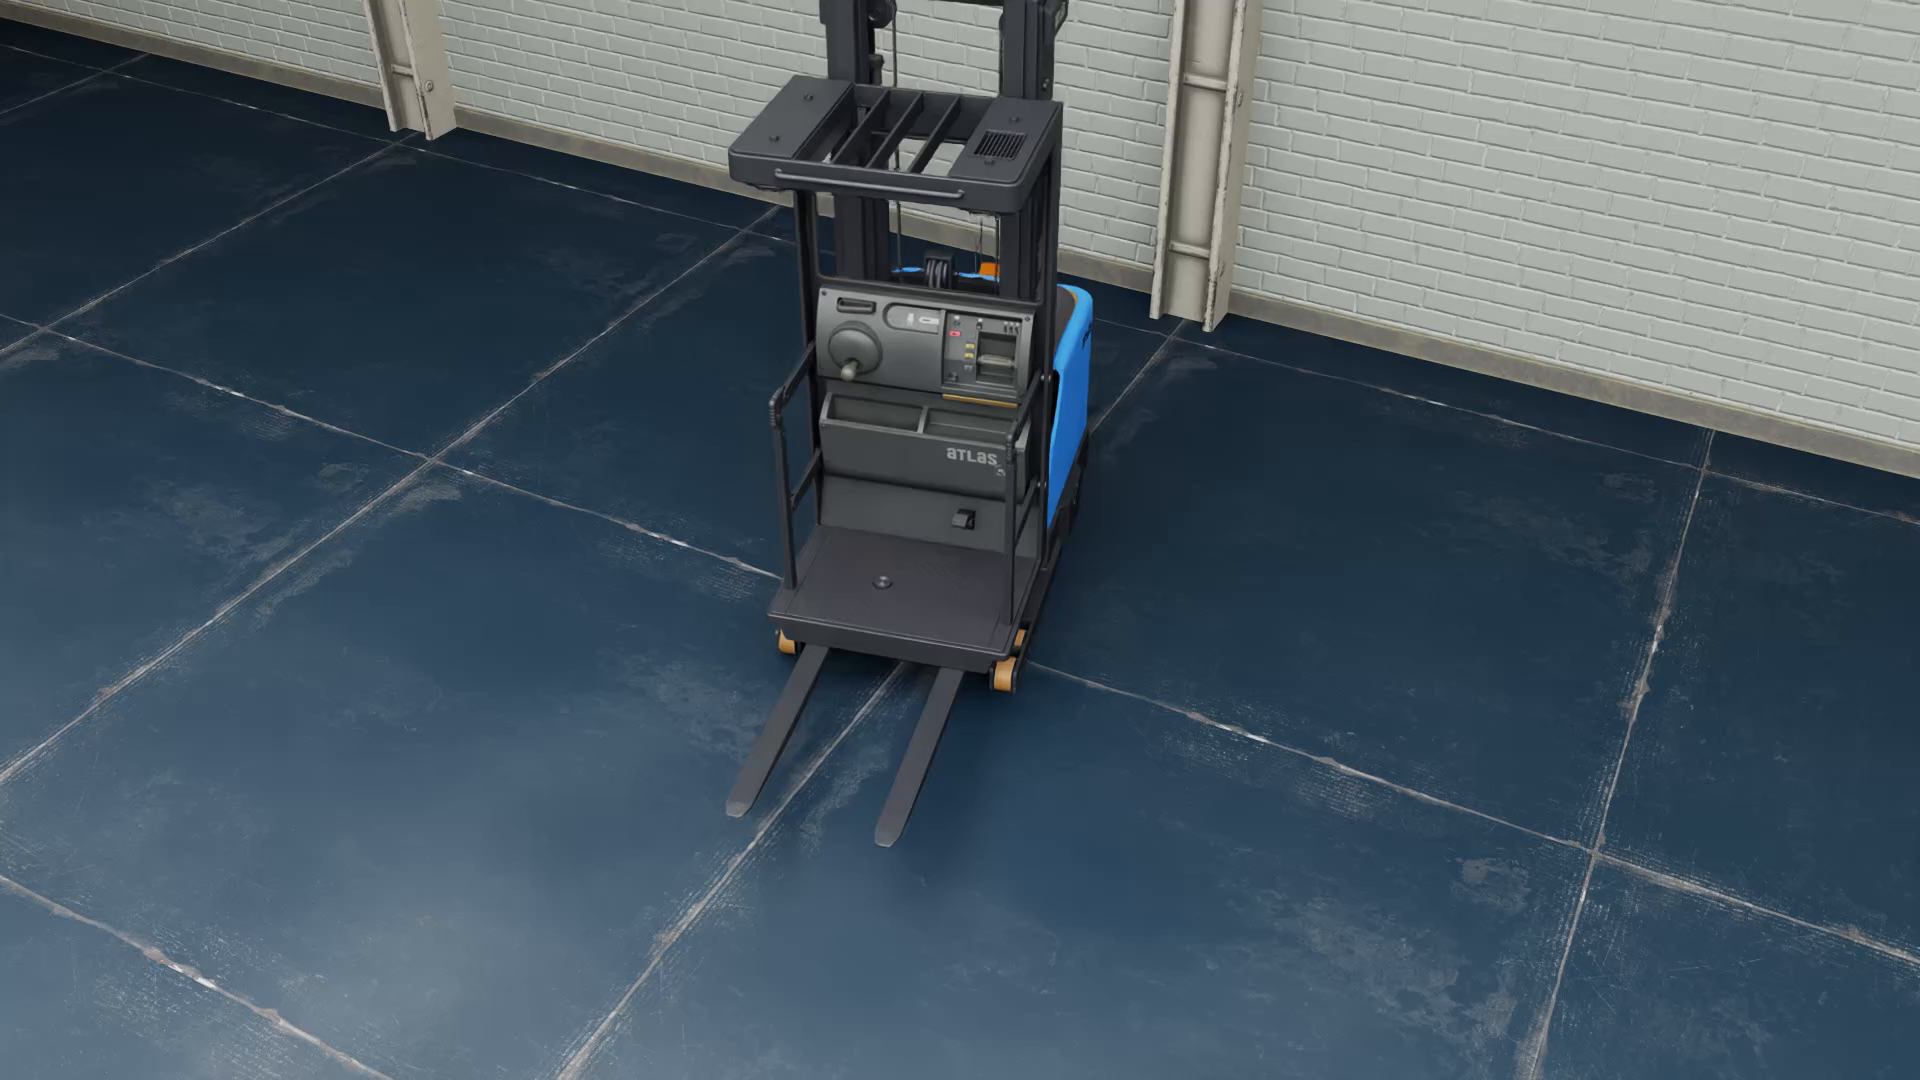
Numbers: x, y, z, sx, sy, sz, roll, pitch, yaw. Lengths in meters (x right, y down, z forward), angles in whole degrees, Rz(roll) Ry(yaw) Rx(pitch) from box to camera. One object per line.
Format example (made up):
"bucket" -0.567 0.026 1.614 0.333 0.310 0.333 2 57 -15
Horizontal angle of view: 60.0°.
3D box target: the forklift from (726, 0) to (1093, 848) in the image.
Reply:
"forklift" -0.205 -0.755 6.821 1.130 2.935 3.031 9 38 12

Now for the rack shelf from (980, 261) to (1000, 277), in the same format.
"rack shelf" 0.187 -1.324 8.471 0.180 0.103 0.258 4 35 5

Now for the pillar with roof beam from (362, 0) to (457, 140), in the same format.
"pillar with roof beam" -5.922 -4.312 6.487 0.400 9.000 9.100 17 41 21

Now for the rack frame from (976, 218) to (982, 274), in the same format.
"rack frame" 0.096 -1.071 8.659 0.006 1.200 0.240 4 35 5

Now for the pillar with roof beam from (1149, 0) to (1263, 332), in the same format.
"pillar with roof beam" -0.594 -2.643 4.290 0.400 9.000 9.100 17 41 21

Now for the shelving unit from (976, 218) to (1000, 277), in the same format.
"shelving unit" 0.187 -1.065 8.651 0.189 1.200 0.258 4 35 5
